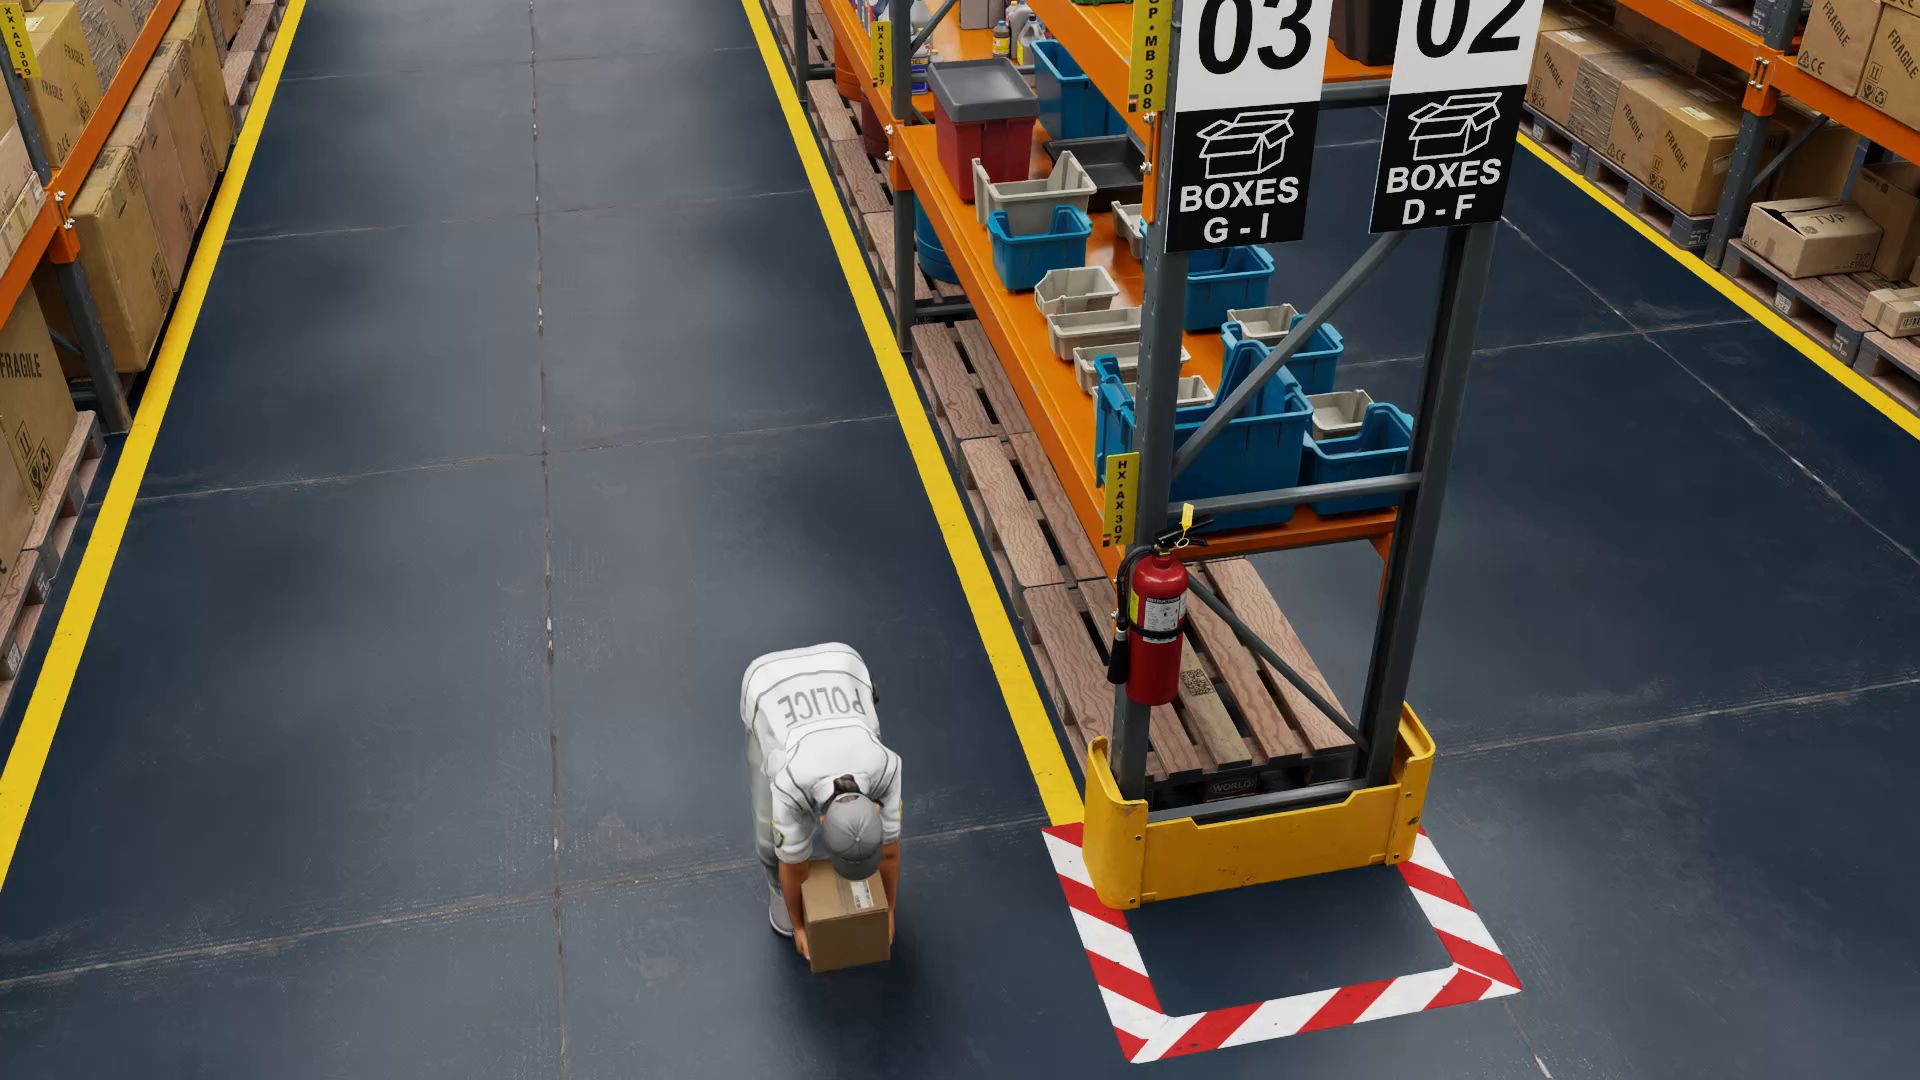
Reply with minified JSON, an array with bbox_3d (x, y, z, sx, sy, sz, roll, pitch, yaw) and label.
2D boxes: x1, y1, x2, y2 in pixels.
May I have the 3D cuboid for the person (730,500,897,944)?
[{"bbox_3d":[-0.468,0.561,5.324,0.563,1.665,0.471,-10,36,-14],"label":"person"}]
